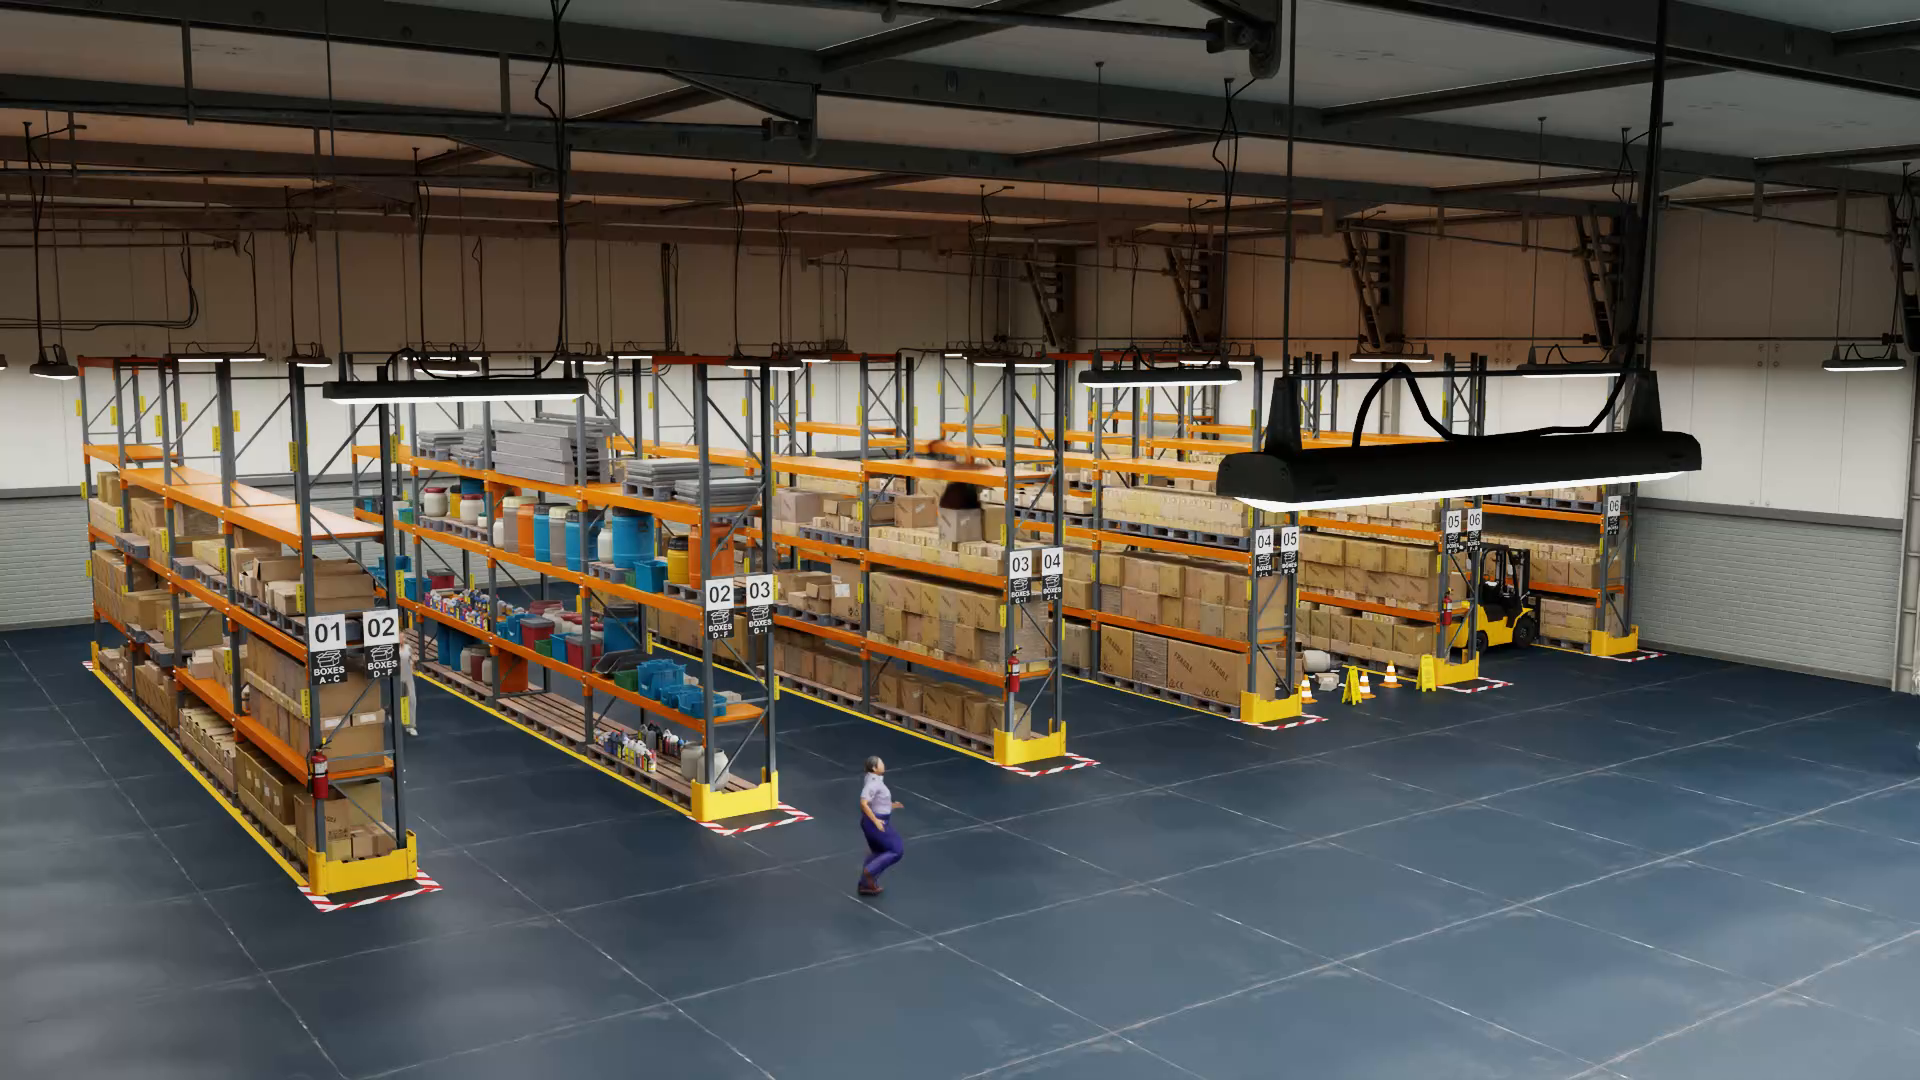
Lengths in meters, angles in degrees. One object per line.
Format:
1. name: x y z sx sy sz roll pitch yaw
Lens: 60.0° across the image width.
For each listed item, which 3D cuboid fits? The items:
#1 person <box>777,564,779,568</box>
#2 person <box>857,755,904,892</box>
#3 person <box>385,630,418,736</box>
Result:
1. person: -4.359 1.068 38.061 0.547 1.338 0.547 -4 8 -32
2. person: -0.905 3.243 18.969 0.558 1.585 0.593 -2 7 -14
3. person: -9.001 2.269 26.779 0.568 1.672 0.922 -7 10 -43
